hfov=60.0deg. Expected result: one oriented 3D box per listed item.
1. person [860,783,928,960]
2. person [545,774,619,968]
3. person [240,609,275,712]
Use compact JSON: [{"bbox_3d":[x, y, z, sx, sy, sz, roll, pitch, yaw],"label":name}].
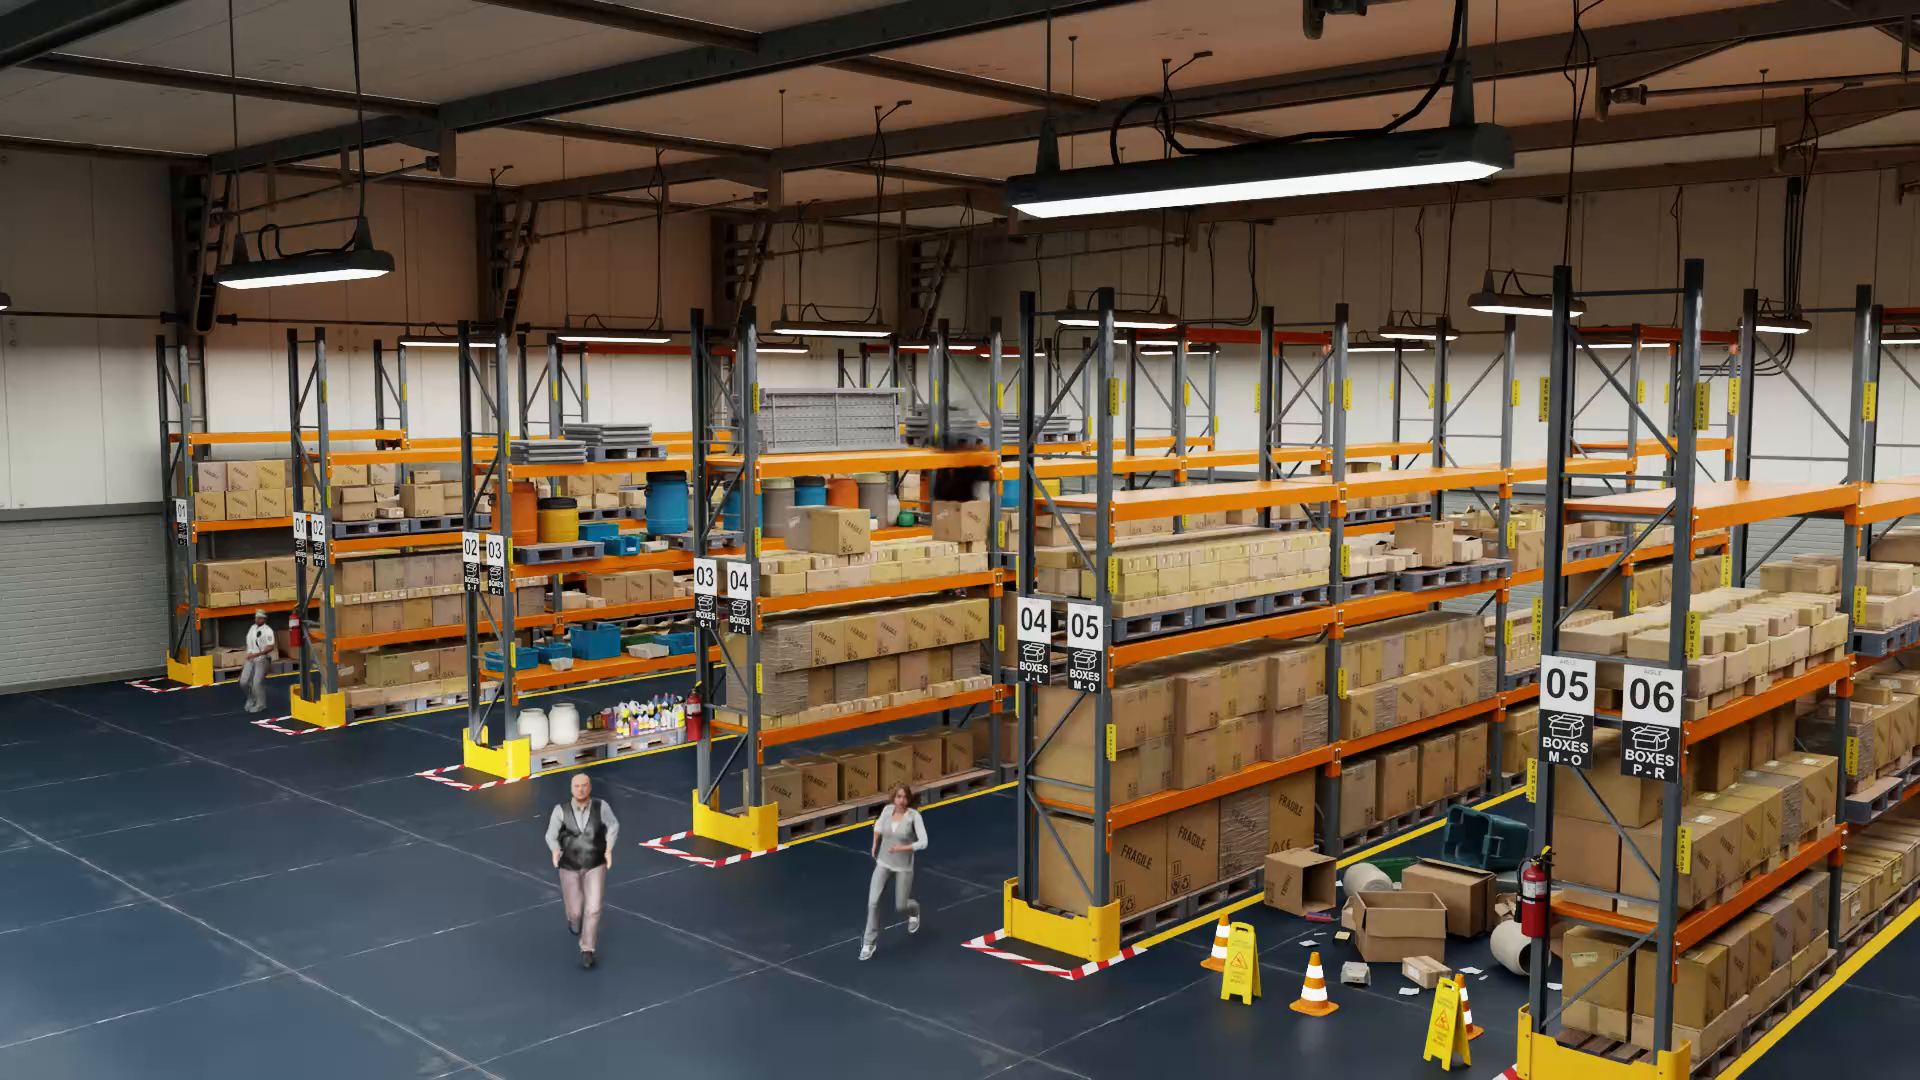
[{"bbox_3d":[-0.555,2.986,15.187,0.565,1.571,0.784,2,6,18],"label":"person"},{"bbox_3d":[-3.397,2.922,14.996,0.652,1.692,0.813,-1,6,-14],"label":"person"},{"bbox_3d":[-11.045,1.891,26.129,0.608,1.652,0.551,1,6,15],"label":"person"}]
